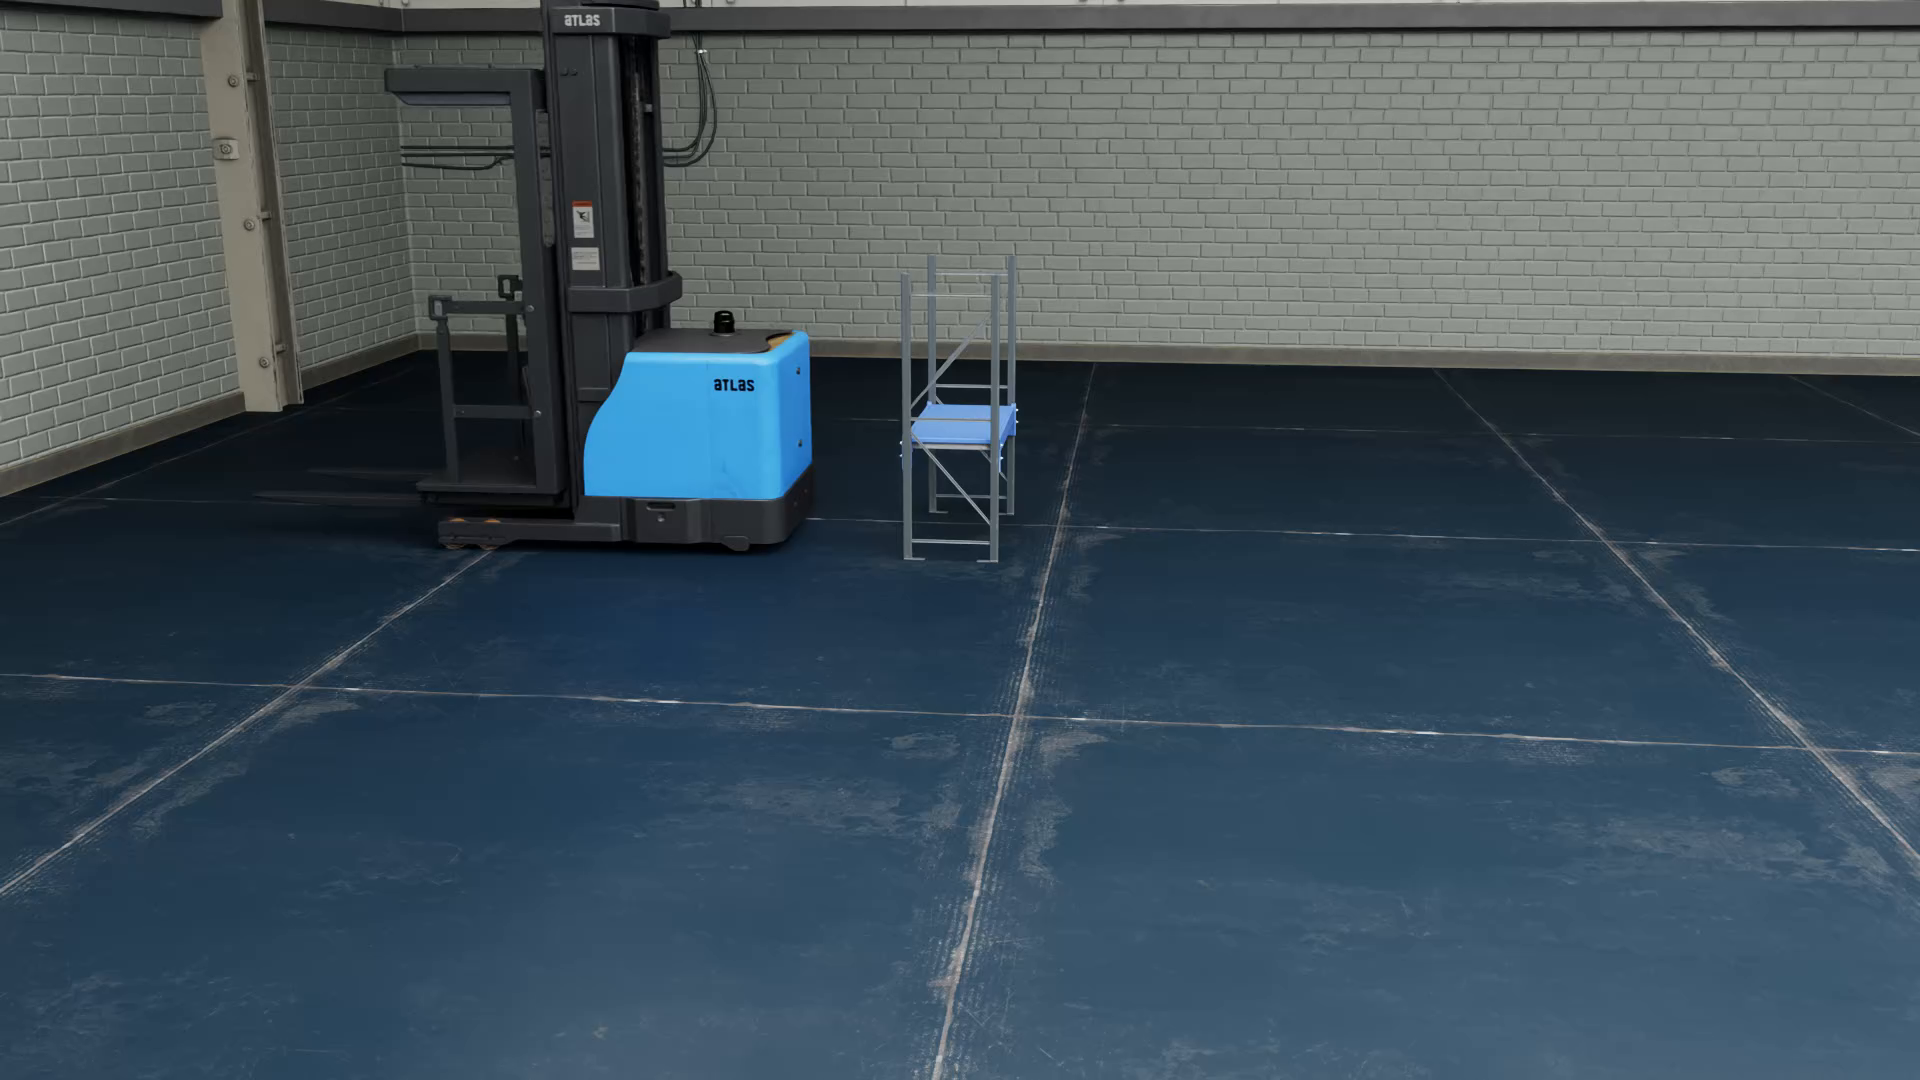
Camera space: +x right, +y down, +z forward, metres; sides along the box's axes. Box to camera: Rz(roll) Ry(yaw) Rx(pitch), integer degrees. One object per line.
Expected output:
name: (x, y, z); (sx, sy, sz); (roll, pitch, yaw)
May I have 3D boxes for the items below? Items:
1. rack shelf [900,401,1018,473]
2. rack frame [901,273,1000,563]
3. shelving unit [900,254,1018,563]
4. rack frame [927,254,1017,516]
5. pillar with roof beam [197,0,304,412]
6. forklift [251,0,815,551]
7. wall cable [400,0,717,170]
rack shelf: (0.010, -0.572, 9.095); (0.538, 0.185, 1.000); (2, 15, 6)
rack frame: (-0.048, -0.614, 8.561); (0.500, 1.500, 0.032); (2, 15, 6)
shelving unit: (0.010, -0.746, 9.048); (0.538, 1.500, 1.048); (2, 15, 6)
rack frame: (0.067, -0.878, 9.536); (0.500, 1.500, 0.032); (2, 15, 6)
pillar with roof beam: (-1.100, -5.261, 11.380); (9.100, 9.000, 0.400); (2, 15, 6)
forklift: (-2.395, -1.495, 9.075); (3.031, 2.935, 1.130); (1, 15, 5)
wall cable: (-3.731, -4.614, 14.936); (3.097, 2.526, 0.112); (2, 15, 6)
